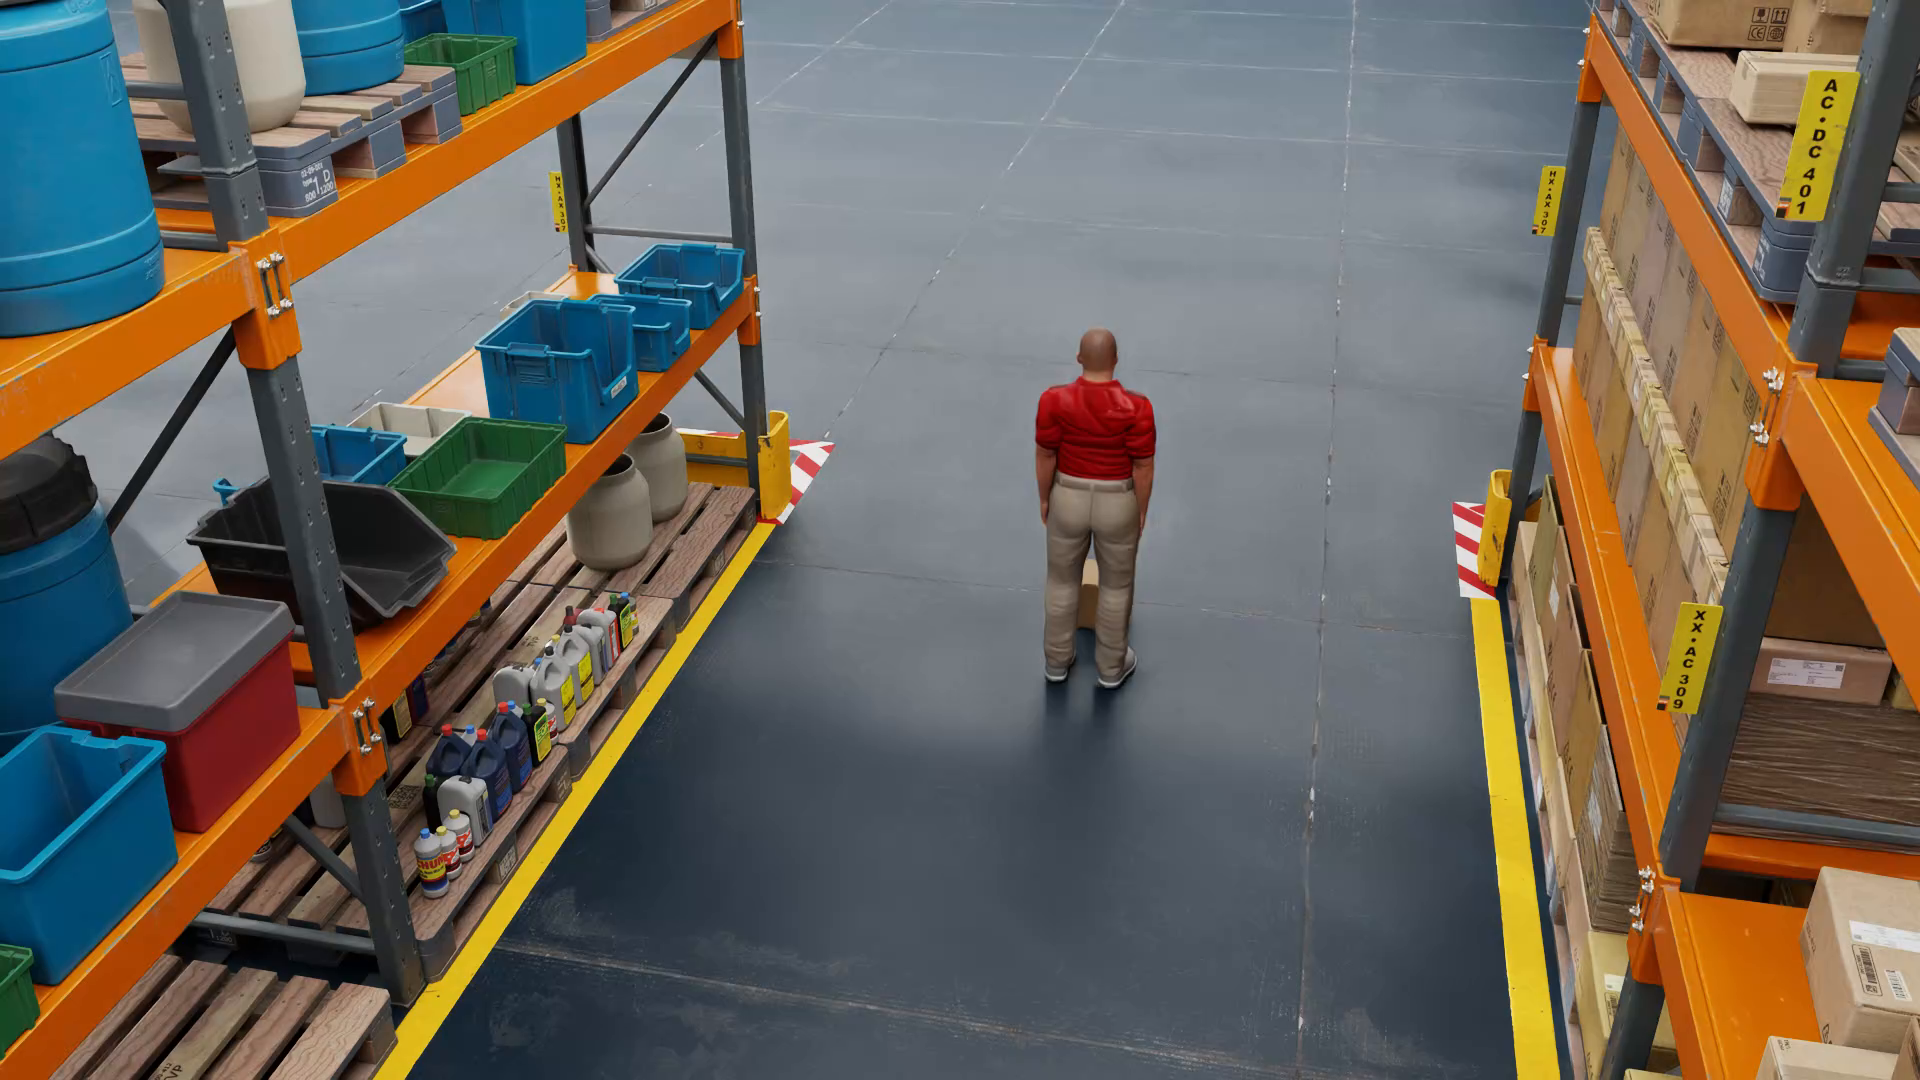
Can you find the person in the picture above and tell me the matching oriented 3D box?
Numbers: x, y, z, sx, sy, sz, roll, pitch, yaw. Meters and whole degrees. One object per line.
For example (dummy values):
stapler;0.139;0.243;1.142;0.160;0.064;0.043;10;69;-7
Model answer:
person;0.597;-0.153;7.409;0.527;1.725;0.359;6;29;11
